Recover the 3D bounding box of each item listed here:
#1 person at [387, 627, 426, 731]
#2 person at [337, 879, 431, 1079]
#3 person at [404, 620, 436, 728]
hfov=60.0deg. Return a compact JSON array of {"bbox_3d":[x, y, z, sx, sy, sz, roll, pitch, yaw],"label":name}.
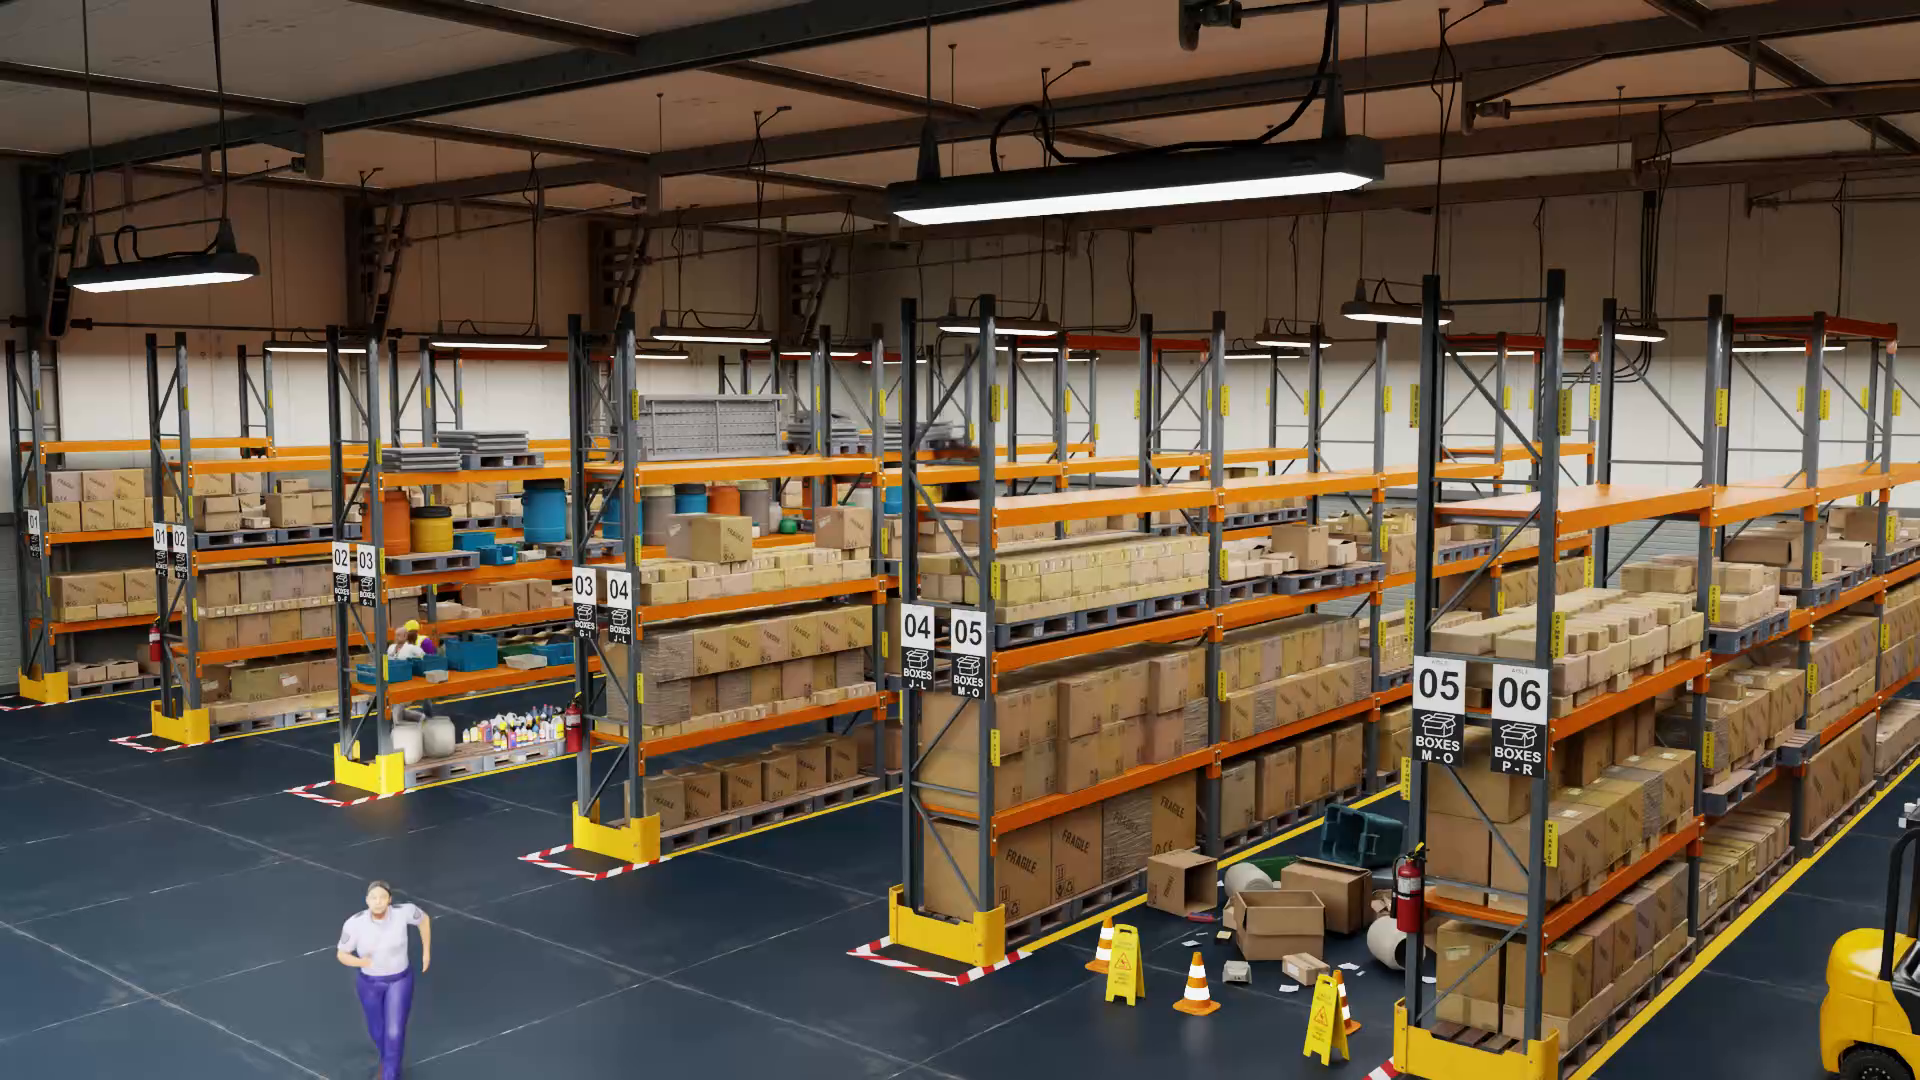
[{"bbox_3d":[-8.044,2.131,23.975,0.720,1.759,0.896,2,6,22],"label":"person"},{"bbox_3d":[-4.192,3.271,12.139,0.626,1.690,0.832,-1,5,-14],"label":"person"},{"bbox_3d":[-8.276,2.049,25.445,0.688,1.681,0.725,2,6,23],"label":"person"}]
